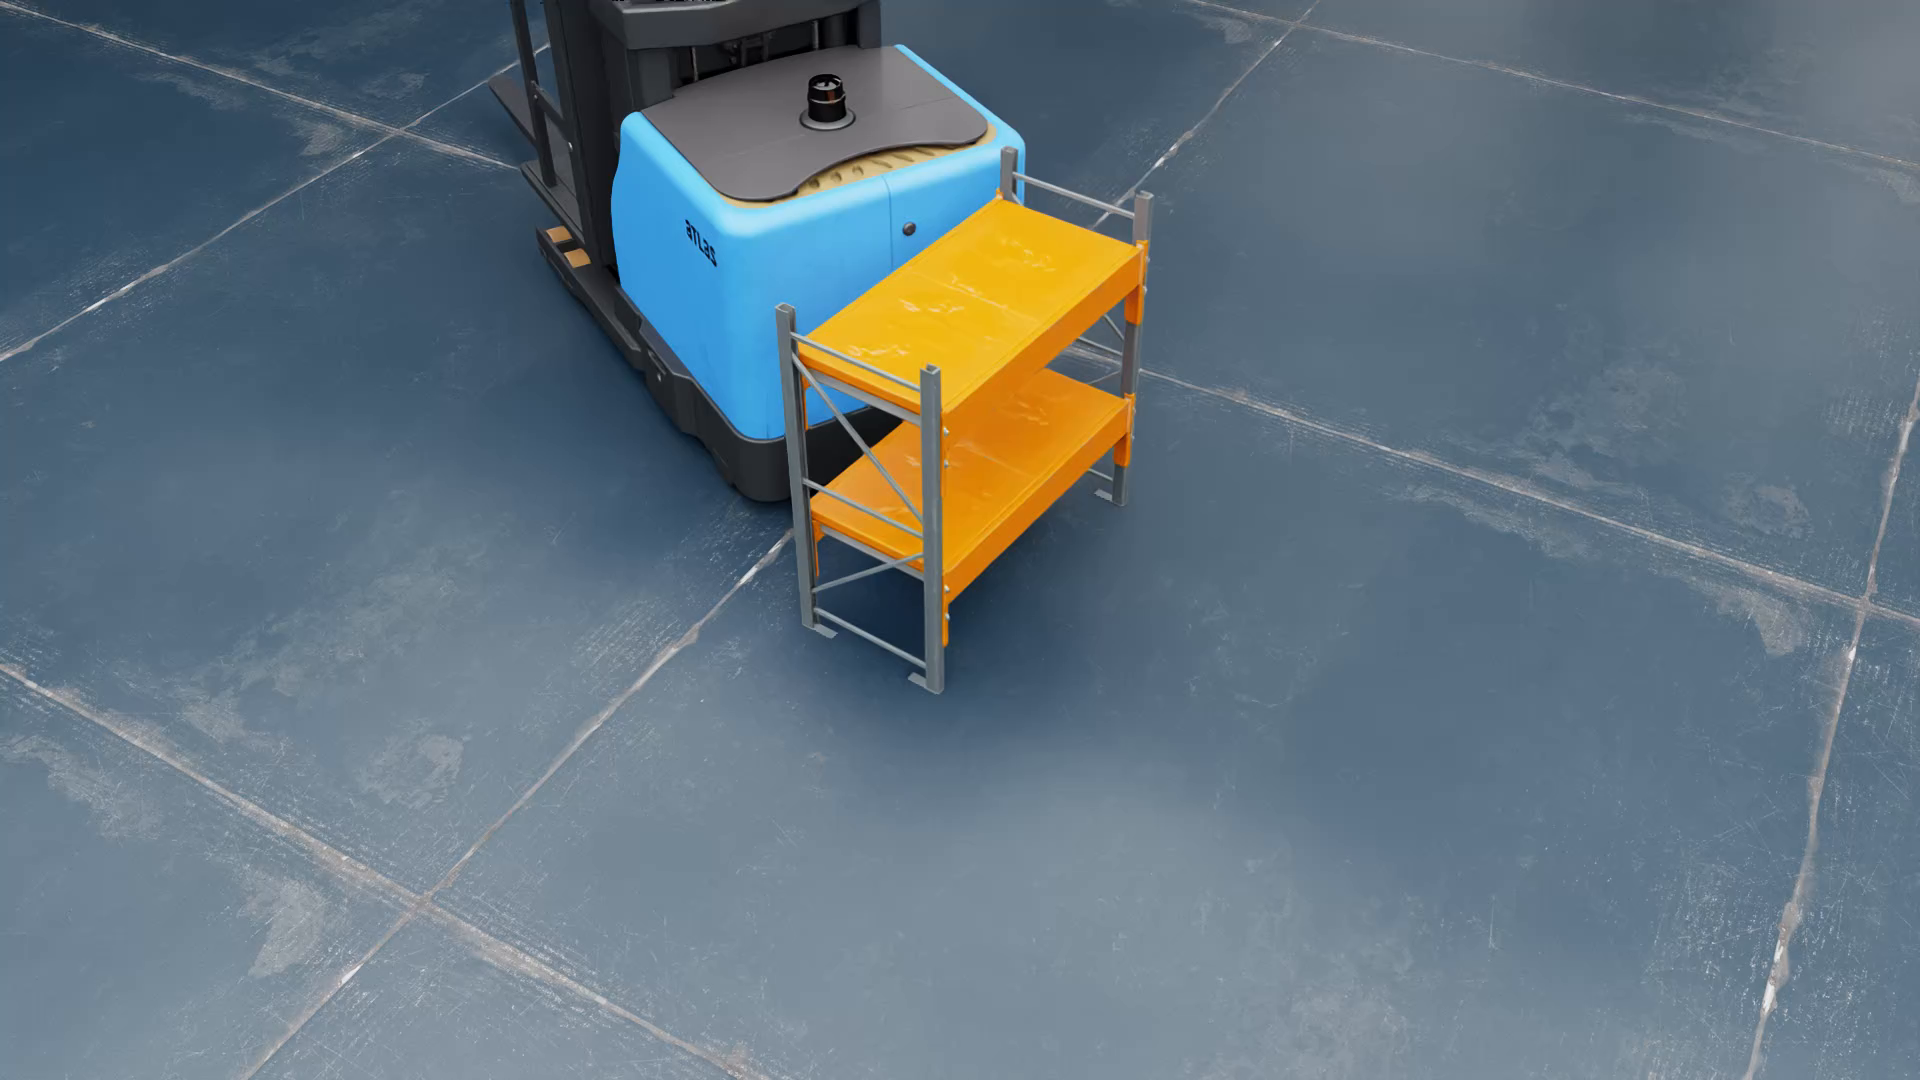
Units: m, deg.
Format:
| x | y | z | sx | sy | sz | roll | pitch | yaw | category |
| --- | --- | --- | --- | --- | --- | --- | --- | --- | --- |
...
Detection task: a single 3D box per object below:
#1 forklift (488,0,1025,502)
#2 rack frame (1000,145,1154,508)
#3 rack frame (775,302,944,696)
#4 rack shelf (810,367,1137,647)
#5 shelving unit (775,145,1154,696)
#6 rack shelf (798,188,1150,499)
| x | y | z | sx | sy | sz | roll | pitch | yaw | category |
| --- | --- | --- | --- | --- | --- | --- | --- | --- | --- |
| -0.971 | -2.177 | 5.504 | 1.130 | 2.935 | 3.031 | -22 | 46 | -23 | forklift |
| 0.330 | -0.629 | 5.113 | 0.500 | 1.125 | 0.032 | 25 | 47 | 26 | rack frame |
| -0.258 | -0.081 | 4.490 | 0.500 | 1.125 | 0.032 | 25 | 47 | 26 | rack frame |
| 0.036 | -0.171 | 4.963 | 0.538 | 0.278 | 1.000 | 25 | 47 | 26 | rack shelf |
| 0.036 | -0.355 | 4.802 | 0.538 | 1.125 | 1.048 | 25 | 47 | 26 | shelving unit |
| 0.036 | -0.574 | 4.608 | 0.538 | 0.278 | 1.000 | 25 | 47 | 26 | rack shelf |
